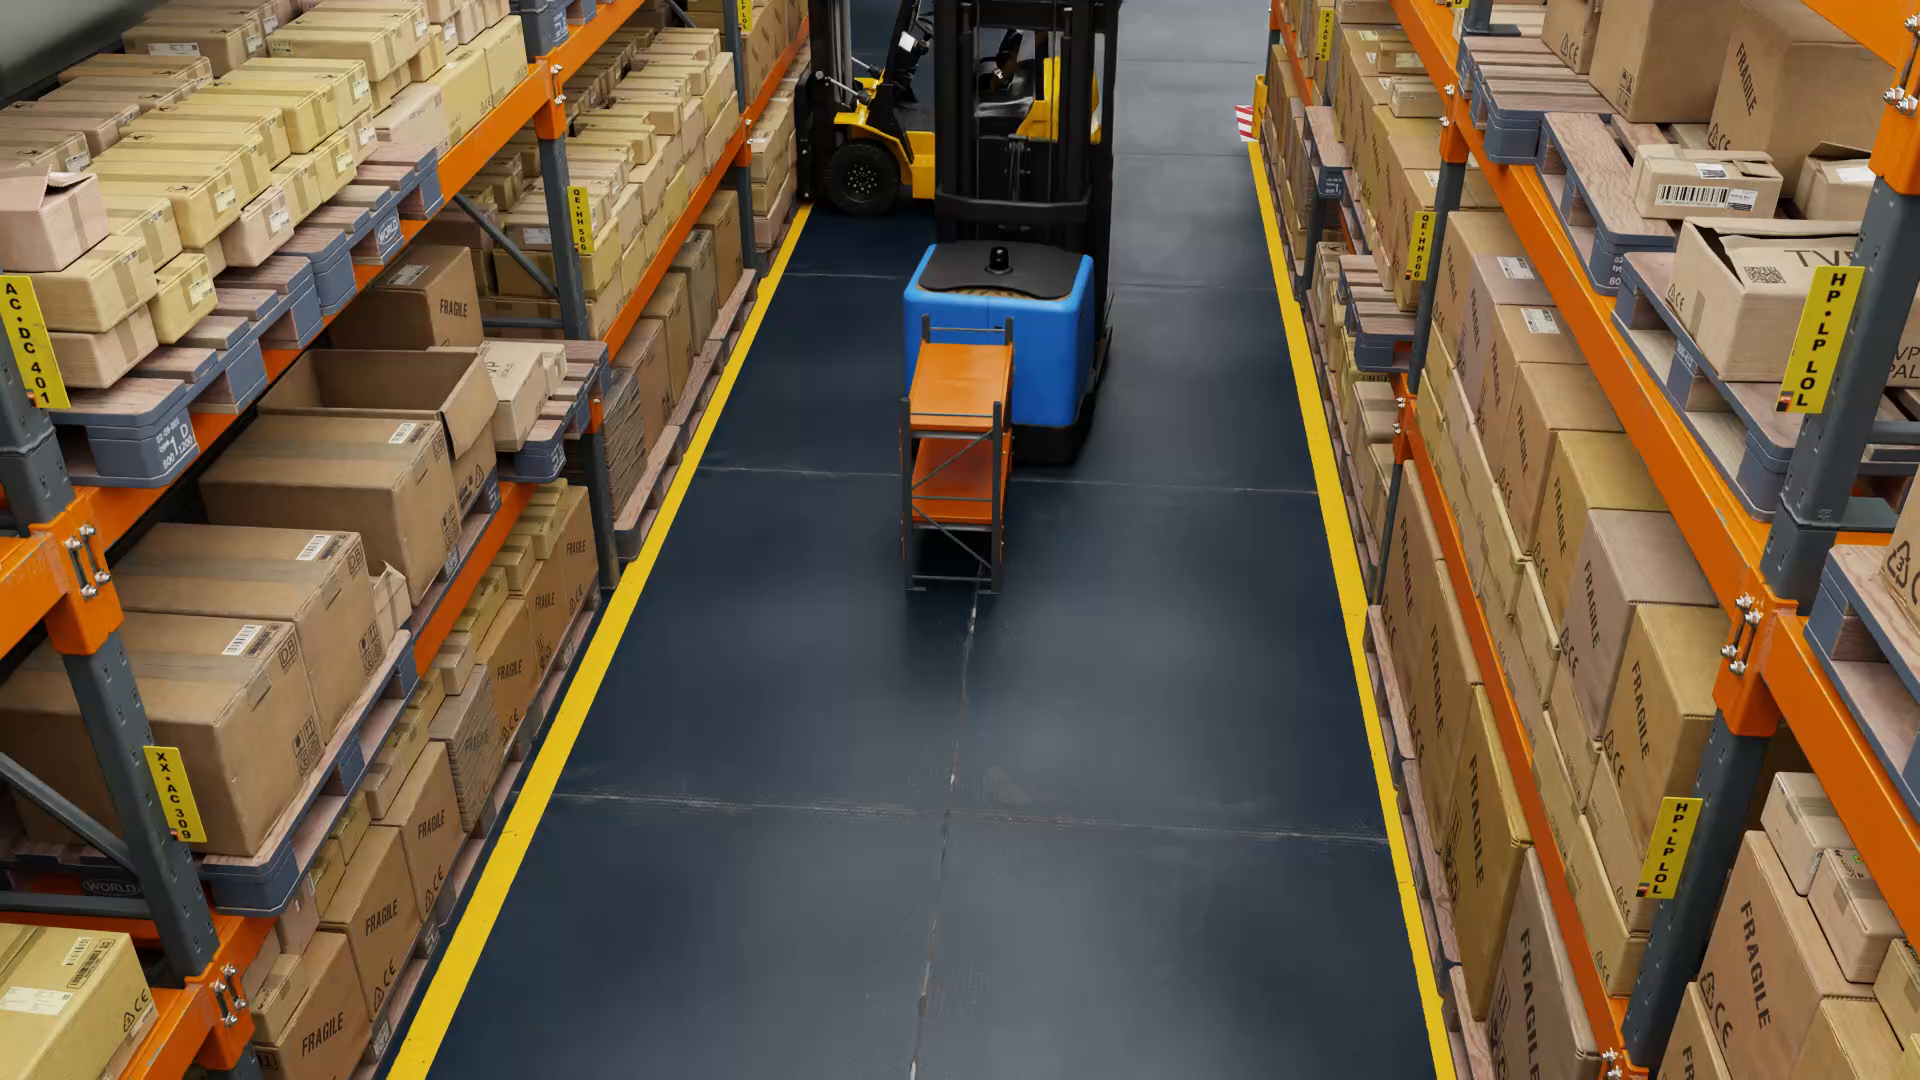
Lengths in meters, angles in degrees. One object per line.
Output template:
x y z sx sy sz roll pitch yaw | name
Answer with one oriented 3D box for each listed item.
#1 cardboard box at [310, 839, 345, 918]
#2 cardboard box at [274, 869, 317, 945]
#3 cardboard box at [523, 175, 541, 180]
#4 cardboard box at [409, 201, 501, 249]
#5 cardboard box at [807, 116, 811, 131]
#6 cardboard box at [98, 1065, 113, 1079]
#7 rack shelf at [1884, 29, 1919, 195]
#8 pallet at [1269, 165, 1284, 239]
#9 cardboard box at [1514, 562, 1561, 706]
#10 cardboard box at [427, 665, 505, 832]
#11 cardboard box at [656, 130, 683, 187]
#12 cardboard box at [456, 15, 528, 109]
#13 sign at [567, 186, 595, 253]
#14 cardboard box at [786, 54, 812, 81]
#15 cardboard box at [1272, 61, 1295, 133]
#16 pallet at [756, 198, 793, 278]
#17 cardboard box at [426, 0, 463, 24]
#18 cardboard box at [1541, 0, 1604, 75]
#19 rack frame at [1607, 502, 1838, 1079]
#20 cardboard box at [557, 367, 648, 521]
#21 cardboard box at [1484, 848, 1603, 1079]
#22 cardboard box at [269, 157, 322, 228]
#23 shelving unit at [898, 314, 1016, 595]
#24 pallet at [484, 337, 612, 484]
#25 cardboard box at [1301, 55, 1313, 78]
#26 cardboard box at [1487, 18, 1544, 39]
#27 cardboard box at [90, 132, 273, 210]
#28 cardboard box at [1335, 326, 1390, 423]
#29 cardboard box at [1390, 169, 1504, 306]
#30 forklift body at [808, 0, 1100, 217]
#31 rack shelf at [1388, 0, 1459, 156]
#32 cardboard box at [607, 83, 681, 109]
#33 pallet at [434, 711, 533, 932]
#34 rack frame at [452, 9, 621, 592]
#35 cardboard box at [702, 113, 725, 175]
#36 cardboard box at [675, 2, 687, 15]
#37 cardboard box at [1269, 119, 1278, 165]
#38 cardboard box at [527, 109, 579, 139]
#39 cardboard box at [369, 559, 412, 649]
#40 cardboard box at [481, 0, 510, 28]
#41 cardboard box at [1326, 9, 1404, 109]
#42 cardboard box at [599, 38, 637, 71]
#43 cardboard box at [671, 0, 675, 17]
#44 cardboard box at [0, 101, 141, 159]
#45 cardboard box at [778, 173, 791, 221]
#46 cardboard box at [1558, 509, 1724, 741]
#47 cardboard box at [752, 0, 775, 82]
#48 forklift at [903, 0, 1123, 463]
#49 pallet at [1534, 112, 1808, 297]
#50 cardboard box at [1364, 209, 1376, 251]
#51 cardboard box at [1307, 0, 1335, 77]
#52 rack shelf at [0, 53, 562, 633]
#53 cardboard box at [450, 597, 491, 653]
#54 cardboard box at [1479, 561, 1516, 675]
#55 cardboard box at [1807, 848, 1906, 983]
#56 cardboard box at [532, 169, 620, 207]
-2.398 1.183 5.835 0.380 0.149 0.250 1 32 1 | cardboard box
-2.379 1.201 5.522 0.380 0.149 0.250 1 32 2 | cardboard box
-2.479 -1.984 9.276 0.500 0.250 0.500 2 32 4 | cardboard box
-2.497 -1.556 8.202 0.380 0.149 0.250 3 32 6 | cardboard box
-1.515 -3.401 13.654 0.500 0.250 0.500 2 32 4 | cardboard box
-2.421 1.455 4.270 0.380 0.149 0.250 3 32 5 | cardboard box
2.137 0.211 1.397 1.077 0.370 4.000 2 32 4 | rack shelf
3.068 -2.745 13.504 1.003 0.211 1.213 2 32 4 | pallet
2.163 0.320 5.538 0.500 0.250 0.500 3 32 5 | cardboard box
-2.257 0.864 6.971 0.500 0.500 0.500 1 32 2 | cardboard box
-1.923 -2.232 9.679 0.500 0.250 0.500 3 32 5 | cardboard box
-2.121 -1.993 6.909 0.500 0.250 0.500 1 32 2 | cardboard box
-1.780 -1.500 7.796 0.100 0.325 0.005 2 32 4 | sign
-1.464 -3.890 13.971 0.500 0.250 0.500 3 32 5 | cardboard box
2.896 -3.663 13.841 0.500 0.500 0.500 1 32 2 | cardboard box
-1.889 -2.377 12.906 1.003 0.211 1.213 2 32 4 | pallet
-2.153 -2.102 6.421 0.380 0.149 0.250 1 32 2 | cardboard box
2.746 -2.145 6.513 0.797 0.503 0.637 1 32 1 | cardboard box
2.300 1.243 4.374 1.000 3.000 0.127 2 32 4 | rack frame
-2.257 -0.552 9.150 0.875 0.625 0.625 3 32 6 | cardboard box
2.271 1.641 5.353 0.875 0.875 0.875 3 32 6 | cardboard box
-2.146 -1.032 4.950 0.380 0.149 0.250 2 32 3 | cardboard box
-0.001 -0.475 8.949 0.538 1.125 1.048 2 32 4 | shelving unit
-2.307 -0.620 7.579 1.213 0.211 1.003 2 32 4 | pallet
2.753 -3.546 12.384 0.380 0.149 0.250 2 32 3 | cardboard box
2.442 -2.192 7.329 0.380 0.149 0.250 2 32 4 | cardboard box
-2.177 -1.032 4.666 0.380 0.149 0.250 2 32 3 | cardboard box
2.801 -0.986 10.096 0.950 0.372 0.625 3 32 6 | cardboard box
2.386 -1.446 7.958 0.500 0.500 0.500 2 32 3 | cardboard box
-0.006 -3.811 13.384 2.313 2.155 1.214 2 32 4 | forklift body
2.789 -2.865 8.867 1.077 0.370 4.000 2 32 4 | rack shelf
-1.877 -2.611 9.915 0.380 0.149 0.250 3 32 4 | cardboard box
-2.522 1.154 7.177 1.003 0.211 1.213 2 32 4 | pallet
-2.322 -1.059 8.109 1.000 3.000 0.127 2 32 4 | rack frame
-1.812 -2.549 10.669 0.500 0.250 0.500 2 32 4 | cardboard box
-2.185 -3.700 12.299 0.500 0.500 0.500 3 32 5 | cardboard box
2.887 -3.363 14.069 0.500 0.250 0.500 4 32 6 | cardboard box
-2.391 -2.360 9.506 0.380 0.149 0.250 3 32 5 | cardboard box
-2.152 0.201 5.792 0.396 0.266 0.258 4 32 6 | cardboard box
-2.111 -2.246 6.939 0.380 0.149 0.250 3 32 5 | cardboard box
2.628 -3.055 10.569 0.500 0.500 0.500 3 32 5 | cardboard box
-2.313 -3.156 10.799 0.380 0.149 0.250 1 32 2 | cardboard box
-2.240 -3.780 11.812 0.380 0.149 0.250 2 32 3 | cardboard box
-2.651 -1.186 4.916 0.380 0.149 0.250 2 32 2 | cardboard box
-1.601 -2.663 12.933 0.500 0.250 0.500 2 32 3 | cardboard box
2.121 0.260 4.921 0.500 0.500 0.500 3 32 5 | cardboard box
-1.674 -3.687 12.278 0.500 0.500 0.500 3 32 5 | cardboard box
0.432 -2.464 10.454 1.130 2.935 3.031 6 32 9 | forklift
2.538 -1.121 5.531 1.003 0.211 1.213 4 32 6 | pallet
2.381 -1.655 8.915 0.380 0.149 0.250 3 32 5 | cardboard box
2.775 -3.622 11.889 0.500 0.500 0.500 3 32 6 | cardboard box
-2.484 -0.984 5.814 1.077 0.370 4.000 2 32 4 | rack shelf
-2.253 0.366 7.161 0.380 0.149 0.250 2 32 3 | cardboard box
2.226 0.262 6.109 0.500 0.250 0.500 2 32 4 | cardboard box
2.011 0.787 3.447 0.380 0.149 0.250 3 32 5 | cardboard box
-1.986 -1.807 8.609 0.380 0.149 0.250 3 32 5 | cardboard box
